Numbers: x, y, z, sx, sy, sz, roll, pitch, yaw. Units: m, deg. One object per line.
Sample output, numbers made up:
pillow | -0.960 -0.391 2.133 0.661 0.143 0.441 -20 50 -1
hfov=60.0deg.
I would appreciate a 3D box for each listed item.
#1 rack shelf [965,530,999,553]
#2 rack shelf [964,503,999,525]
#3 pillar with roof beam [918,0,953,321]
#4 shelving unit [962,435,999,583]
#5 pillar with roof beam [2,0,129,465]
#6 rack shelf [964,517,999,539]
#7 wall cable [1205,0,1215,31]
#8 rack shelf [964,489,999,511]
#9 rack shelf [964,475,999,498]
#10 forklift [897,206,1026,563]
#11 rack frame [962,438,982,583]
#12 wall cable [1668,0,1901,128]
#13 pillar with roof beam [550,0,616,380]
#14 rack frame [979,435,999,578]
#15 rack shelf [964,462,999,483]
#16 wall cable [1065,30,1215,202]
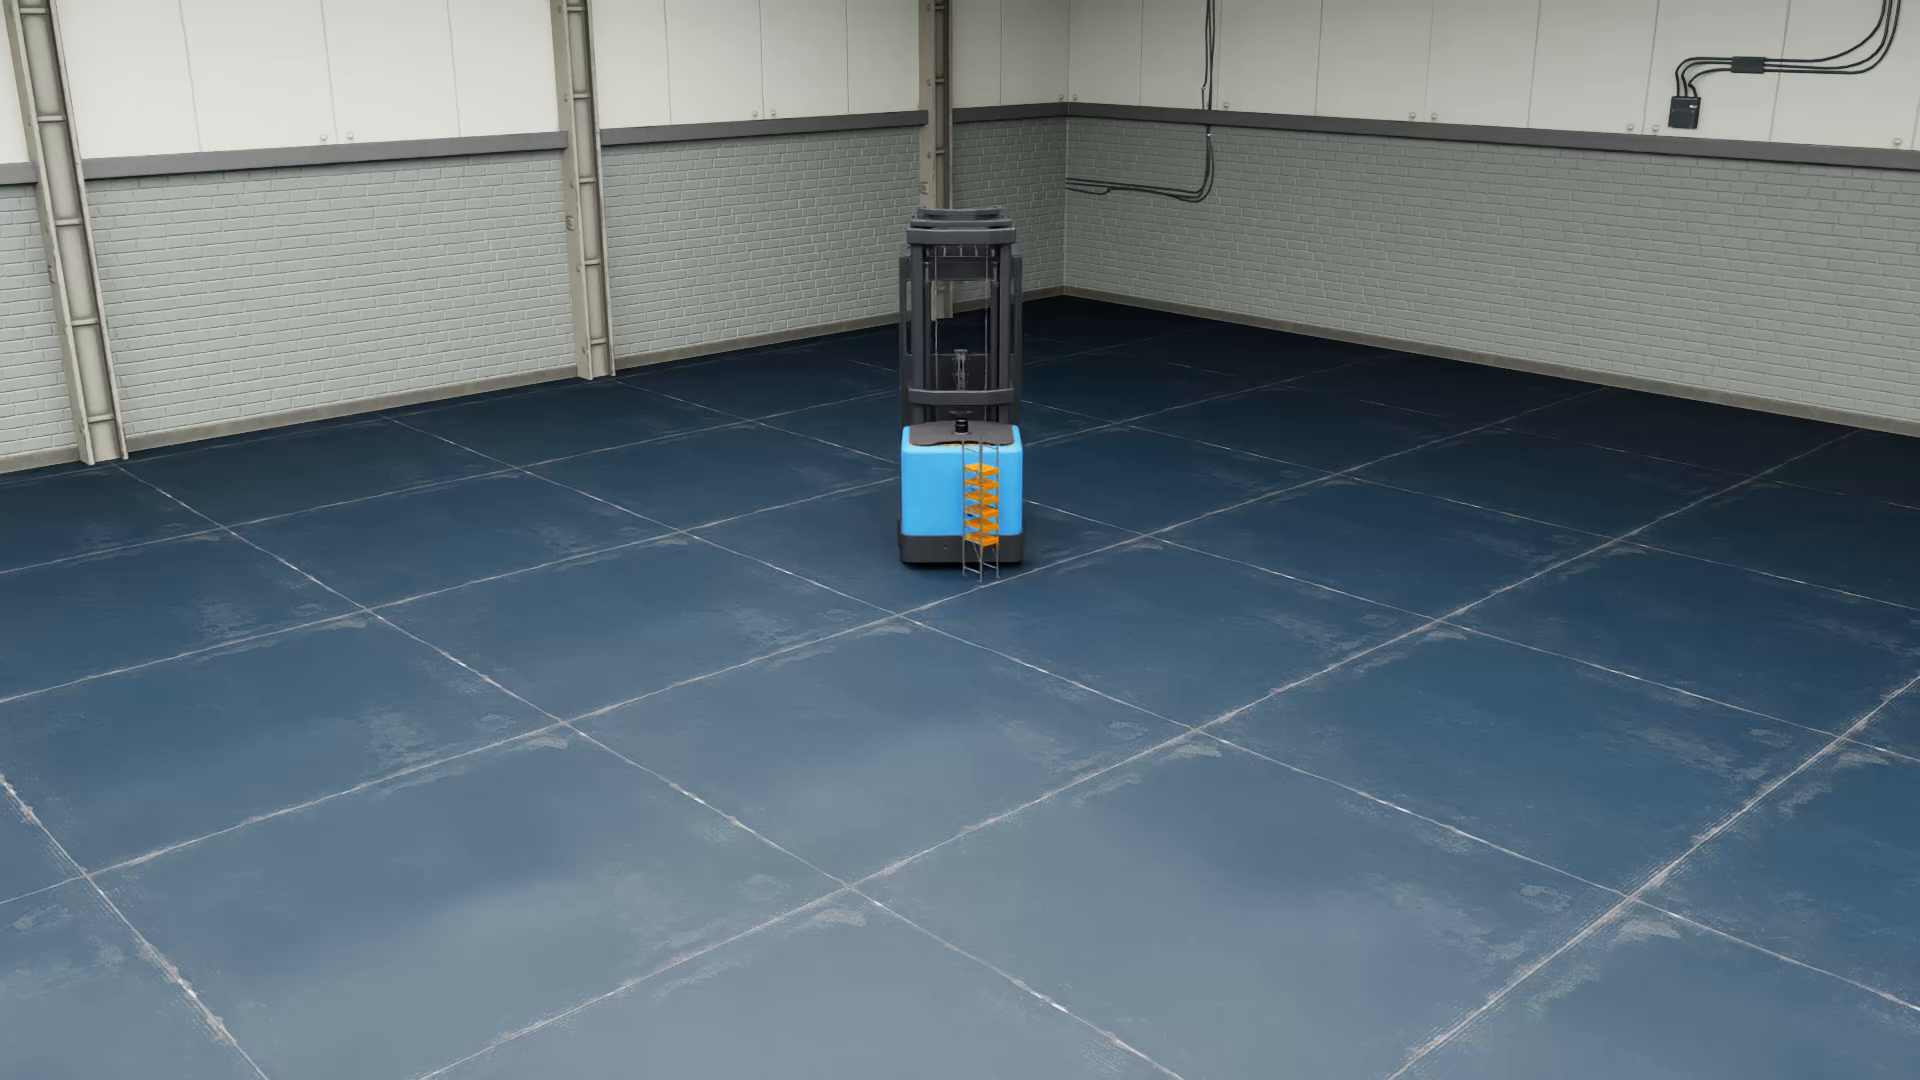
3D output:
rack shelf | 0.171 0.012 13.924 0.180 0.103 0.258 -16 24 -39
rack shelf | 0.170 -0.216 13.849 0.180 0.103 0.258 -16 24 -39
pillar with roof beam | 2.602 -6.718 21.114 0.400 9.000 9.100 -16 24 -41
shelving unit | 0.169 -0.259 13.835 0.189 1.200 0.258 -16 24 -39
pillar with roof beam | -6.117 -4.175 13.272 0.400 9.000 9.100 -16 24 -41
rack shelf | 0.170 -0.102 13.886 0.180 0.103 0.258 -16 24 -39
wall cable | 4.552 -8.330 22.931 0.112 2.526 3.097 -16 24 -41
rack shelf | 0.169 -0.330 13.811 0.180 0.103 0.258 -16 24 -39
rack shelf | 0.168 -0.444 13.774 0.180 0.103 0.258 -16 24 -39
forklift | 0.002 -1.602 15.173 1.130 2.935 3.031 0 18 -1
rack frame | 0.101 -0.239 13.777 0.006 1.200 0.240 -16 24 -39
wall cable | 9.204 -7.498 18.005 0.169 6.003 2.305 -16 24 -41
pillar with roof beam | -1.758 -5.447 17.193 0.400 9.000 9.100 -16 24 -41
rack frame | 0.238 -0.278 13.892 0.006 1.200 0.240 -16 24 -39
rack shelf | 0.168 -0.558 13.736 0.180 0.103 0.258 -16 24 -39
wall cable | 2.693 -6.534 25.580 0.112 2.526 3.097 -16 24 -41
